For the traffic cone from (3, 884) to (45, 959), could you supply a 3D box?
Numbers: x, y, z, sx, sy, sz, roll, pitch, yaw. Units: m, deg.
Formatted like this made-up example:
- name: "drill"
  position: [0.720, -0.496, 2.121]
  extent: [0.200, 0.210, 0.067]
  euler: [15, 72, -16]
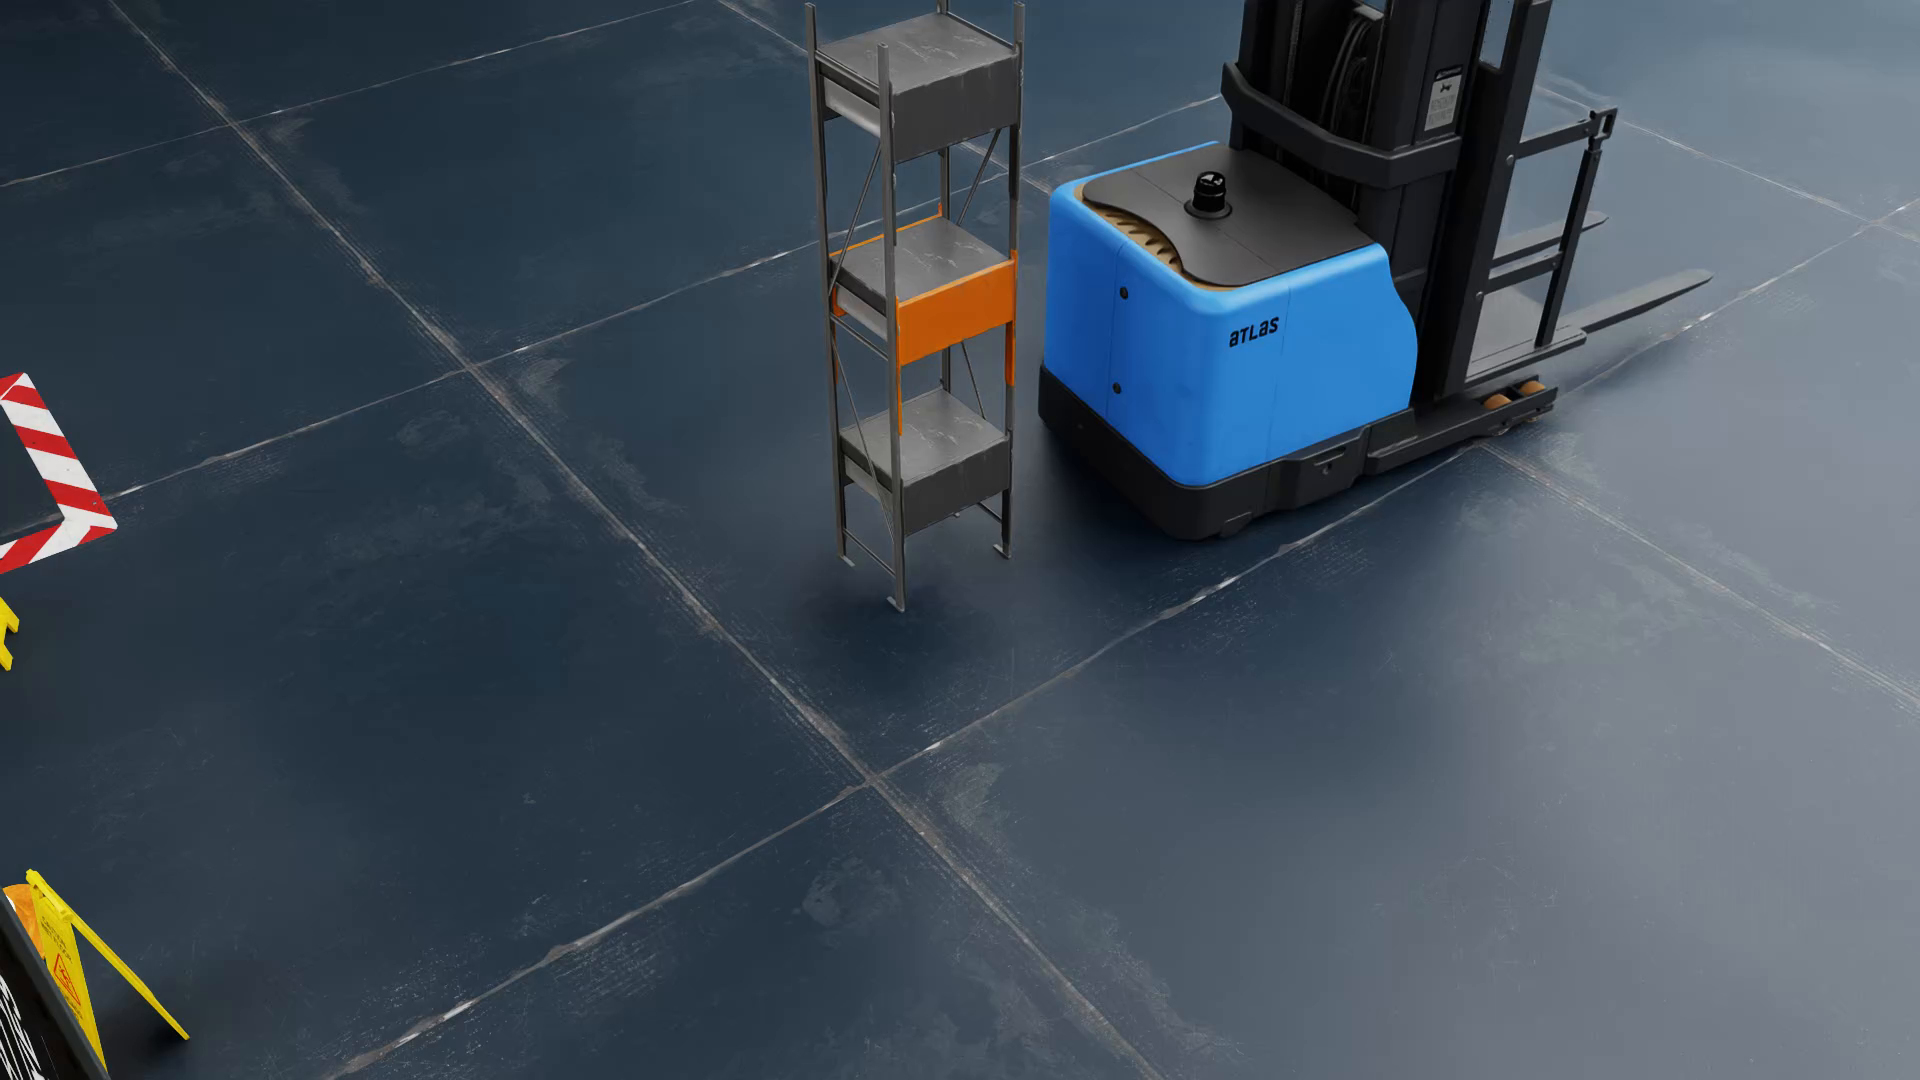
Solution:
- name: "traffic cone"
  position: [-2.820, 0.988, 4.681]
  extent: [0.334, 0.463, 0.336]
  euler: [-26, 46, -28]

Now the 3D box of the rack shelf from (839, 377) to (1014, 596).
- name: "rack shelf"
  position: [-0.131, -0.196, 5.959]
  extent: [0.480, 0.518, 0.431]
  euler: [-26, 46, -28]

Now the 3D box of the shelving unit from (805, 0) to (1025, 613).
- name: "shelving unit"
  position: [-0.131, -0.748, 5.506]
  extent: [0.503, 2.100, 0.431]
  euler: [-26, 46, -28]

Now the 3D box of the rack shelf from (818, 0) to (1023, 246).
- name: "rack shelf"
  position: [-0.131, -1.278, 5.071]
  extent: [0.480, 0.518, 0.431]
  euler: [-26, 46, -28]

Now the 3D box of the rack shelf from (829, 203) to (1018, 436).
- name: "rack shelf"
  position: [-0.131, -0.737, 5.515]
  extent: [0.480, 0.518, 0.431]
  euler: [-26, 46, -28]

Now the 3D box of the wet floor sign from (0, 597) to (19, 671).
- name: "wet floor sign"
  position: [-3.408, 0.140, 5.571]
  extent: [0.232, 0.644, 0.267]
  euler: [-11, 41, -13]

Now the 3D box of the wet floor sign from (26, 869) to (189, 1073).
- name: "wet floor sign"
  position: [-2.298, 1.119, 4.378]
  extent: [0.267, 0.644, 0.232]
  euler: [30, 48, 31]

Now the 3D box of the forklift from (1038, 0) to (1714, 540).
- name: "forklift"
  position: [1.850, -1.825, 6.164]
  extent: [3.031, 2.935, 1.130]
  euler: [-21, 44, -23]

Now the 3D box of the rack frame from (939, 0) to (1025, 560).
- name: "rack frame"
  position: [0.062, -0.842, 5.621]
  extent: [0.015, 2.100, 0.400]
  euler: [-26, 46, -28]

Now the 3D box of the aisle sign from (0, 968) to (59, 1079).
- name: "aisle sign"
  position: [-0.875, 0.334, 1.429]
  extent: [0.004, 0.787, 0.394]
  euler: [-26, 46, -28]

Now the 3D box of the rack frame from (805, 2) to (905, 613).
- name: "rack frame"
  position: [-0.325, -0.654, 5.391]
  extent: [0.015, 2.100, 0.400]
  euler: [-26, 46, -28]
